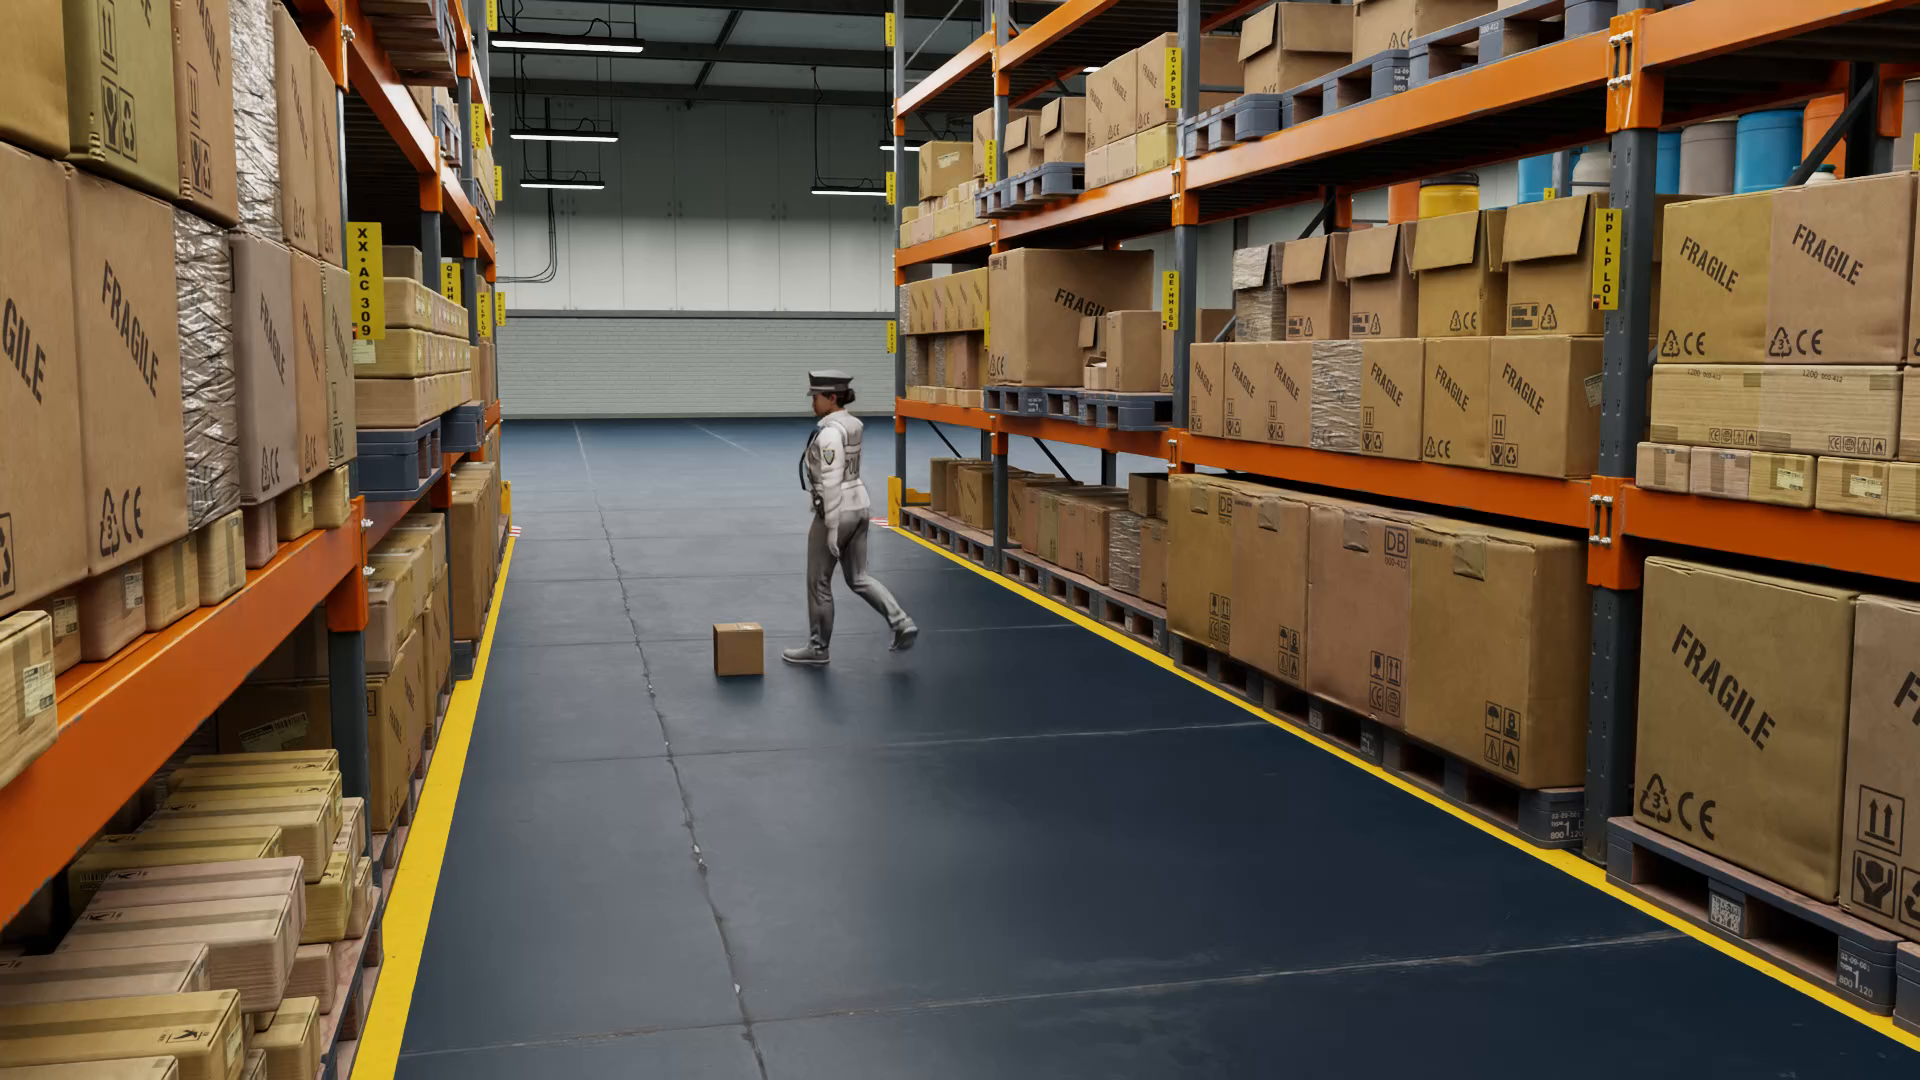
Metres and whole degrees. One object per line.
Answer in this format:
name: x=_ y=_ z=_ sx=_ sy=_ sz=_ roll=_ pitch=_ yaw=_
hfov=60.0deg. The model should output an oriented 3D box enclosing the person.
person: x=-0.621 y=-0.116 z=9.183 sx=0.824 sy=1.643 sz=0.542 roll=2 pitch=7 yaw=21
